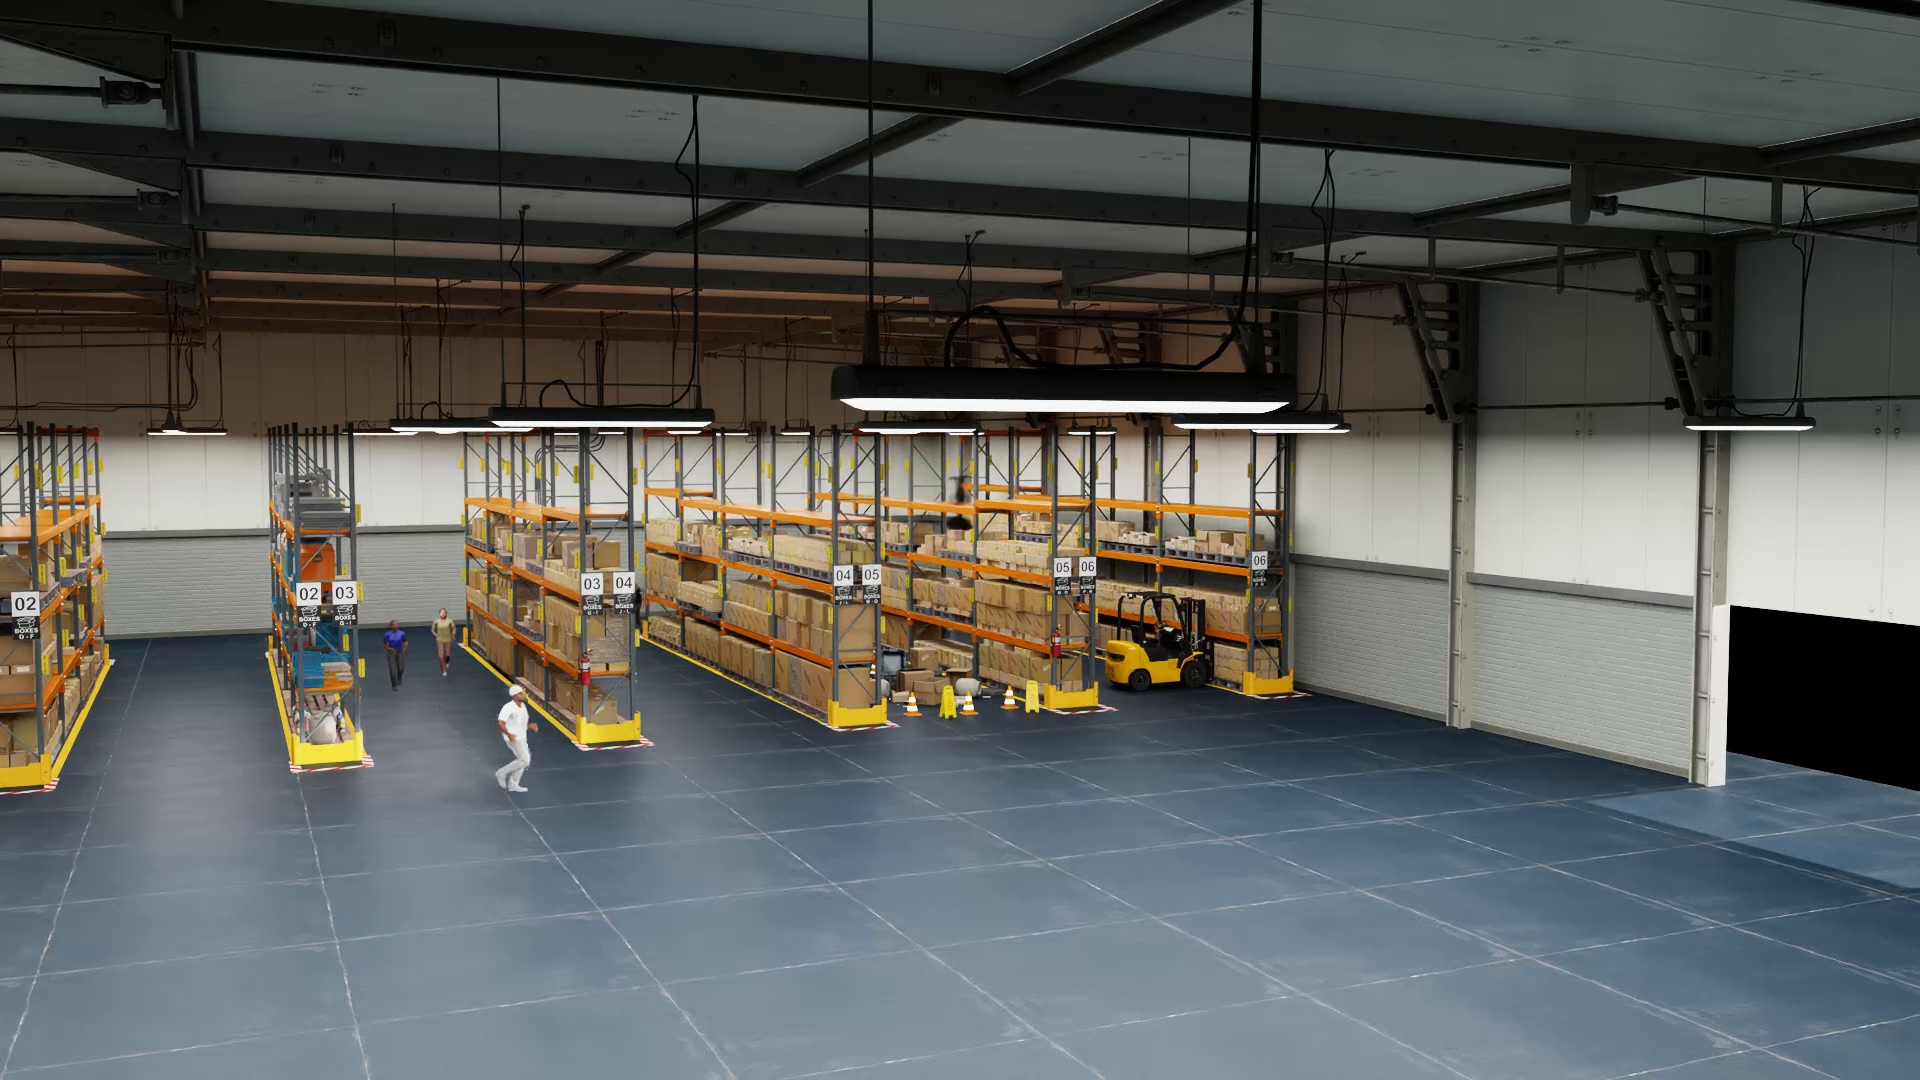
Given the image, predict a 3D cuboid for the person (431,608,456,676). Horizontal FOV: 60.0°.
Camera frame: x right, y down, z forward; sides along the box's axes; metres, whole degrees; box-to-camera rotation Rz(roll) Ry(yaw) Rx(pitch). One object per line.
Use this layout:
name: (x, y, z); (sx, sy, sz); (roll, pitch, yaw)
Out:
person: (-12.501, 2.459, 40.268); (0.581, 1.630, 0.566); (-1, 4, -17)

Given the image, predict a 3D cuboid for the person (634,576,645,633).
person: (-9.465, 1.919, 48.554); (0.820, 1.752, 0.669); (-3, 4, -39)

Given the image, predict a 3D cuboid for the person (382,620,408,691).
person: (-12.778, 2.620, 37.669); (0.569, 1.617, 0.554); (-2, 4, -26)

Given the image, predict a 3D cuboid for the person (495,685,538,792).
person: (-7.183, 3.214, 26.965); (0.616, 1.731, 0.686); (0, 4, 6)

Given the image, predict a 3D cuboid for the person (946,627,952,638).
person: (-0.579, 1.965, 47.148); (0.658, 1.779, 1.126); (-2, 4, -34)
